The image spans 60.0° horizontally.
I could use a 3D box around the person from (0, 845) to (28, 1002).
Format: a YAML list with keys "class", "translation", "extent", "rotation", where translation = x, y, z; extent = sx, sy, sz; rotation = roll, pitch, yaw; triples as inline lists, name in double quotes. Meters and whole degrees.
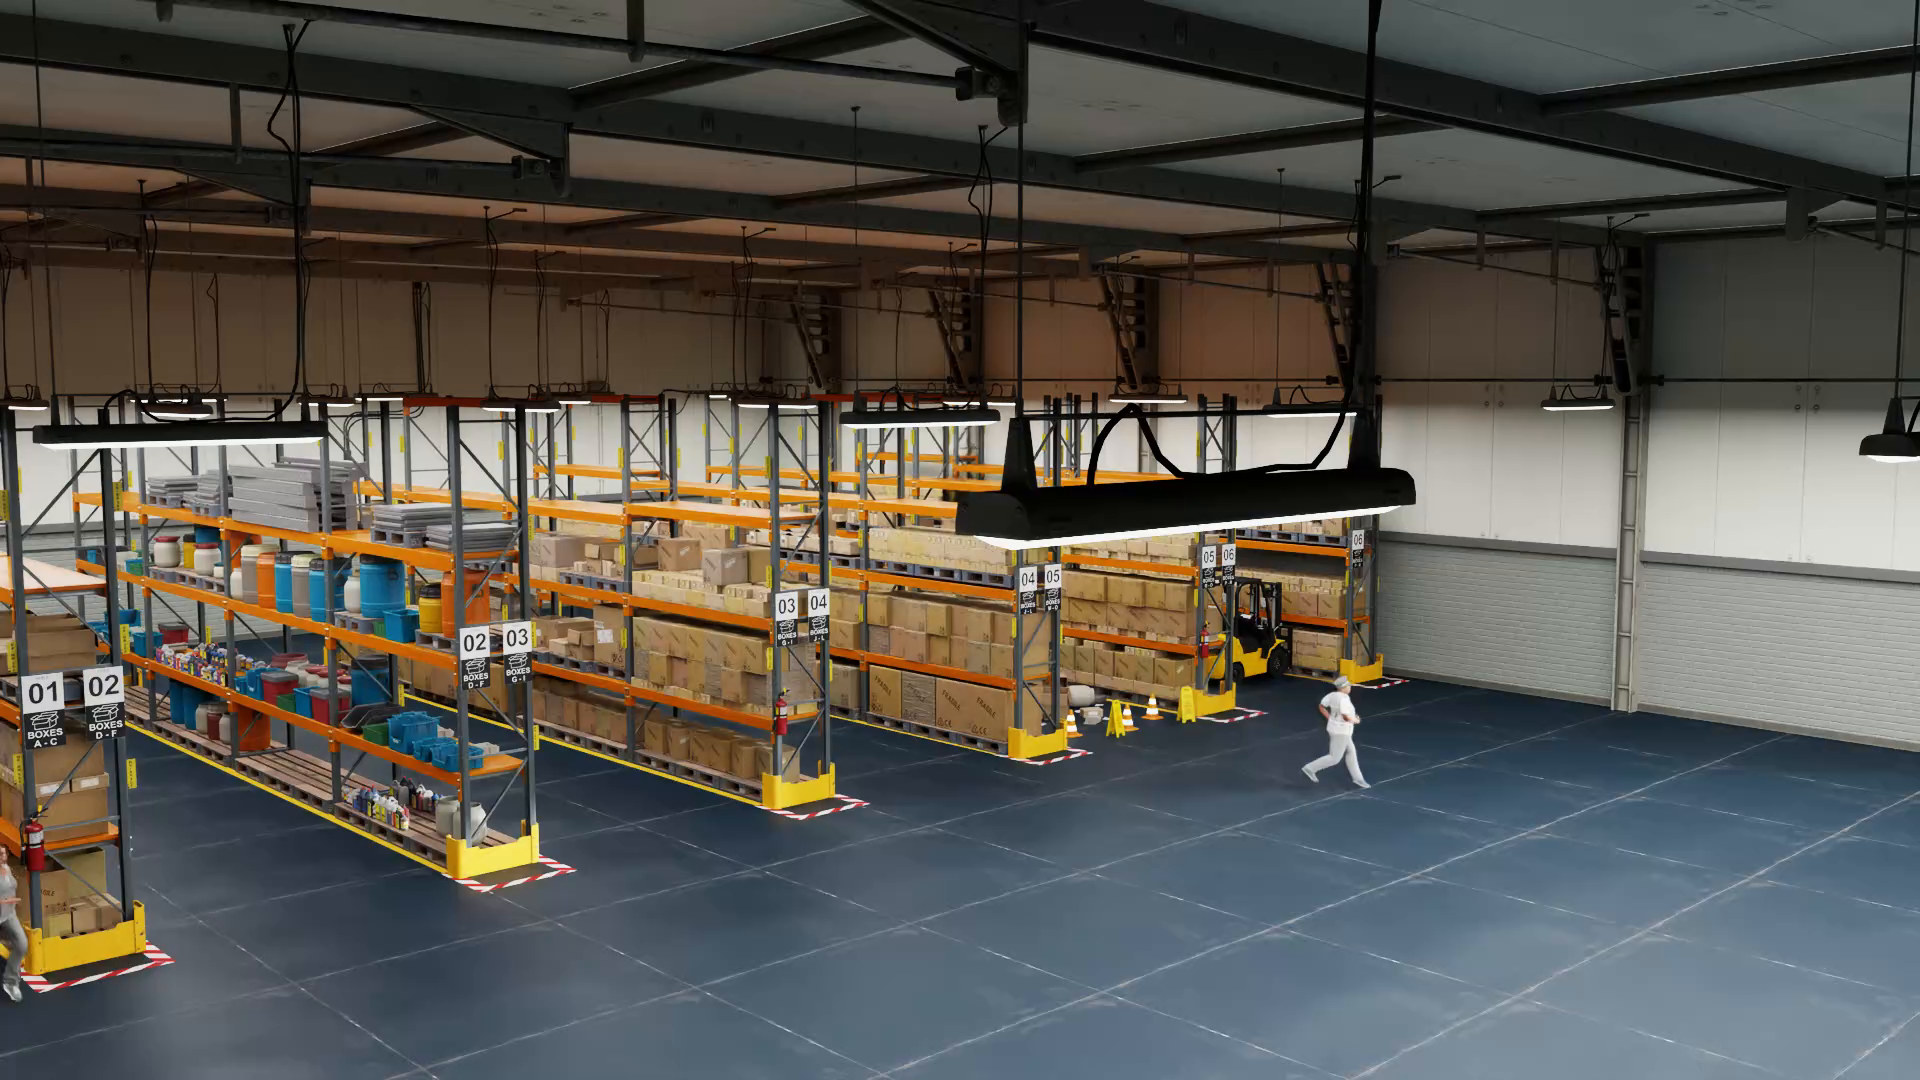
- class: "person"
  translation: [-9.811, 3.903, 16.954]
  extent: [0.634, 1.636, 0.538]
  rotation: [1, 6, 12]

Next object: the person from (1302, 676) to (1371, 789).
- class: "person"
  translation: [5.907, 2.990, 25.603]
  extent: [0.973, 1.802, 0.628]
  rotation: [0, 6, -2]
